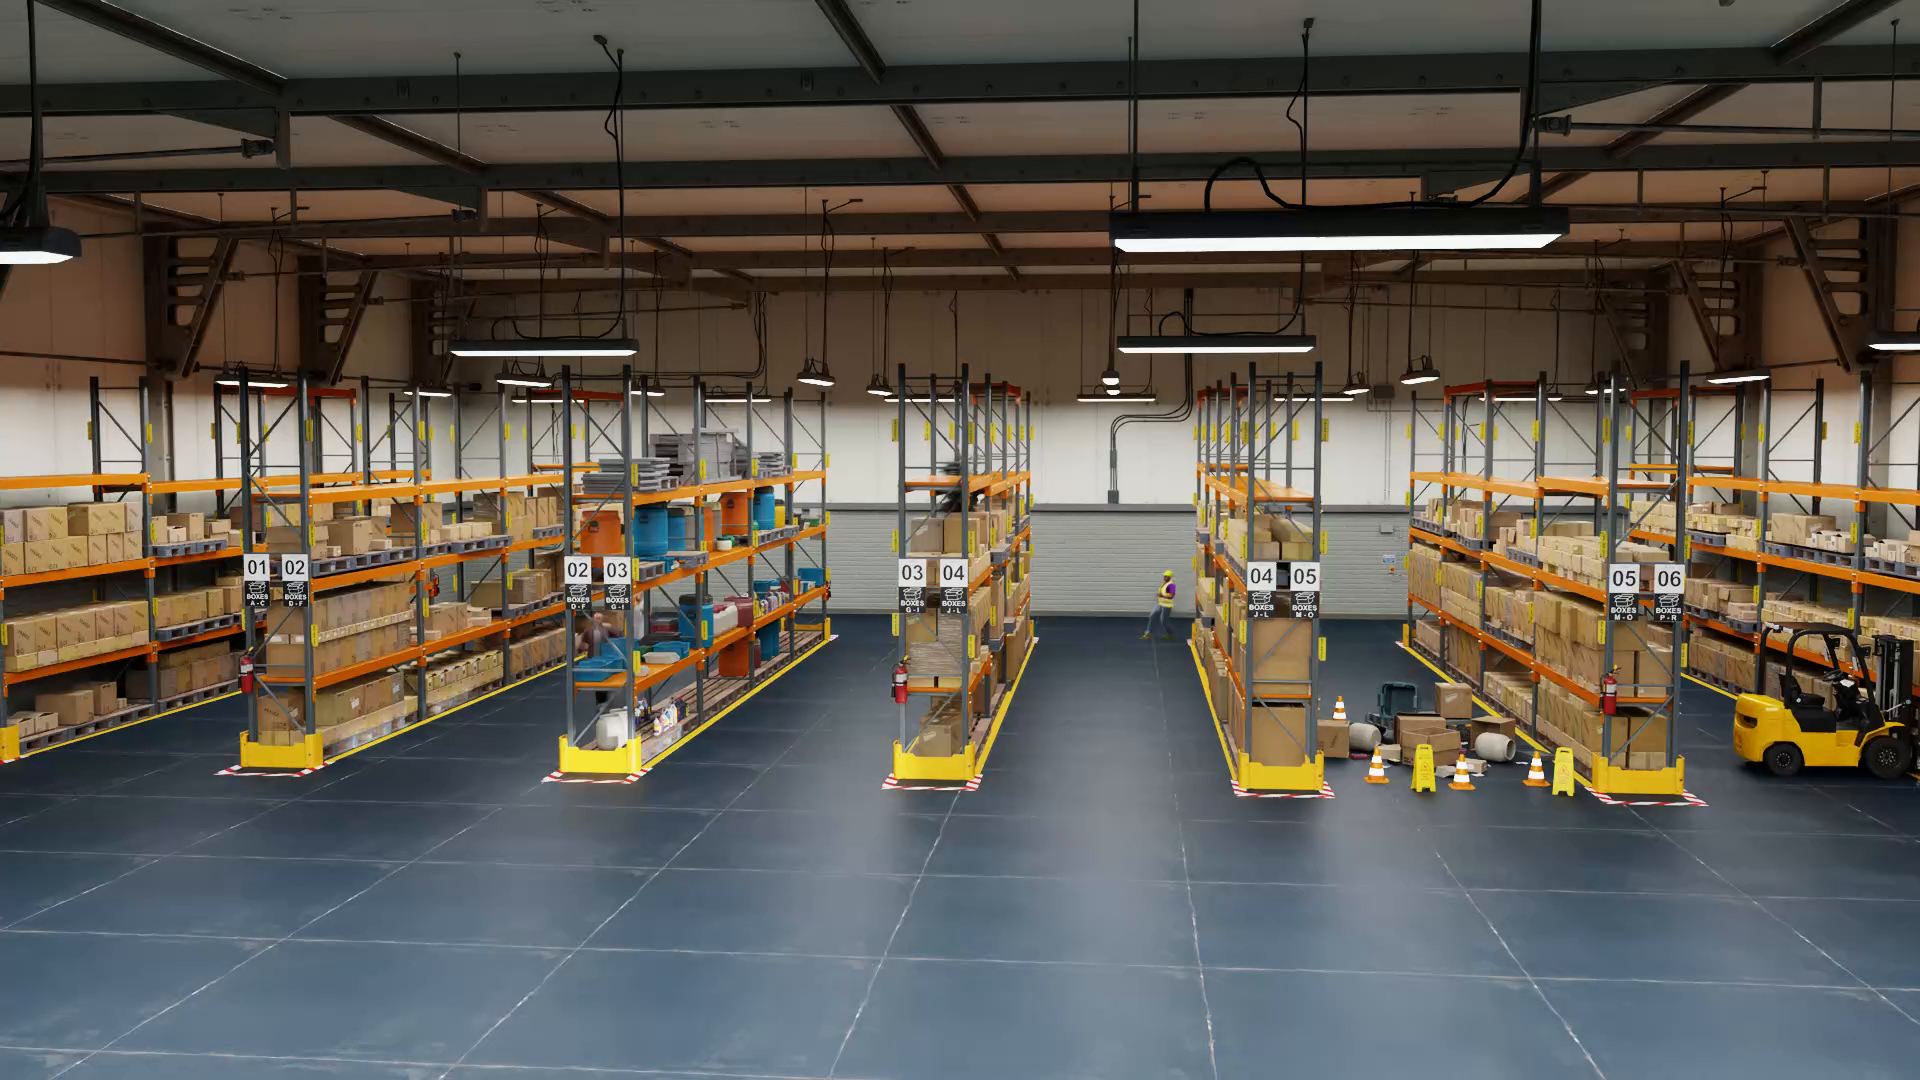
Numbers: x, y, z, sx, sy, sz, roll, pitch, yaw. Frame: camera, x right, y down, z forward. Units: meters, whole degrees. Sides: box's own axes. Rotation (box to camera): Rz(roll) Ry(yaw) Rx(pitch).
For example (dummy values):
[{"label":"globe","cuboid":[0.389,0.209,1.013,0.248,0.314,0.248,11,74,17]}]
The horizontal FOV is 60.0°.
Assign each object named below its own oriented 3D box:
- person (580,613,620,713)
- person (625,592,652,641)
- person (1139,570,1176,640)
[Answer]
[{"label":"person","cuboid":[-6.498,2.213,29.910,0.702,1.808,0.742,0,4,3]},{"label":"person","cuboid":[-6.962,1.885,35.990,0.571,1.640,0.714,0,4,-7]},{"label":"person","cuboid":[4.871,1.583,40.234,0.845,1.705,0.766,-1,4,-21]}]
